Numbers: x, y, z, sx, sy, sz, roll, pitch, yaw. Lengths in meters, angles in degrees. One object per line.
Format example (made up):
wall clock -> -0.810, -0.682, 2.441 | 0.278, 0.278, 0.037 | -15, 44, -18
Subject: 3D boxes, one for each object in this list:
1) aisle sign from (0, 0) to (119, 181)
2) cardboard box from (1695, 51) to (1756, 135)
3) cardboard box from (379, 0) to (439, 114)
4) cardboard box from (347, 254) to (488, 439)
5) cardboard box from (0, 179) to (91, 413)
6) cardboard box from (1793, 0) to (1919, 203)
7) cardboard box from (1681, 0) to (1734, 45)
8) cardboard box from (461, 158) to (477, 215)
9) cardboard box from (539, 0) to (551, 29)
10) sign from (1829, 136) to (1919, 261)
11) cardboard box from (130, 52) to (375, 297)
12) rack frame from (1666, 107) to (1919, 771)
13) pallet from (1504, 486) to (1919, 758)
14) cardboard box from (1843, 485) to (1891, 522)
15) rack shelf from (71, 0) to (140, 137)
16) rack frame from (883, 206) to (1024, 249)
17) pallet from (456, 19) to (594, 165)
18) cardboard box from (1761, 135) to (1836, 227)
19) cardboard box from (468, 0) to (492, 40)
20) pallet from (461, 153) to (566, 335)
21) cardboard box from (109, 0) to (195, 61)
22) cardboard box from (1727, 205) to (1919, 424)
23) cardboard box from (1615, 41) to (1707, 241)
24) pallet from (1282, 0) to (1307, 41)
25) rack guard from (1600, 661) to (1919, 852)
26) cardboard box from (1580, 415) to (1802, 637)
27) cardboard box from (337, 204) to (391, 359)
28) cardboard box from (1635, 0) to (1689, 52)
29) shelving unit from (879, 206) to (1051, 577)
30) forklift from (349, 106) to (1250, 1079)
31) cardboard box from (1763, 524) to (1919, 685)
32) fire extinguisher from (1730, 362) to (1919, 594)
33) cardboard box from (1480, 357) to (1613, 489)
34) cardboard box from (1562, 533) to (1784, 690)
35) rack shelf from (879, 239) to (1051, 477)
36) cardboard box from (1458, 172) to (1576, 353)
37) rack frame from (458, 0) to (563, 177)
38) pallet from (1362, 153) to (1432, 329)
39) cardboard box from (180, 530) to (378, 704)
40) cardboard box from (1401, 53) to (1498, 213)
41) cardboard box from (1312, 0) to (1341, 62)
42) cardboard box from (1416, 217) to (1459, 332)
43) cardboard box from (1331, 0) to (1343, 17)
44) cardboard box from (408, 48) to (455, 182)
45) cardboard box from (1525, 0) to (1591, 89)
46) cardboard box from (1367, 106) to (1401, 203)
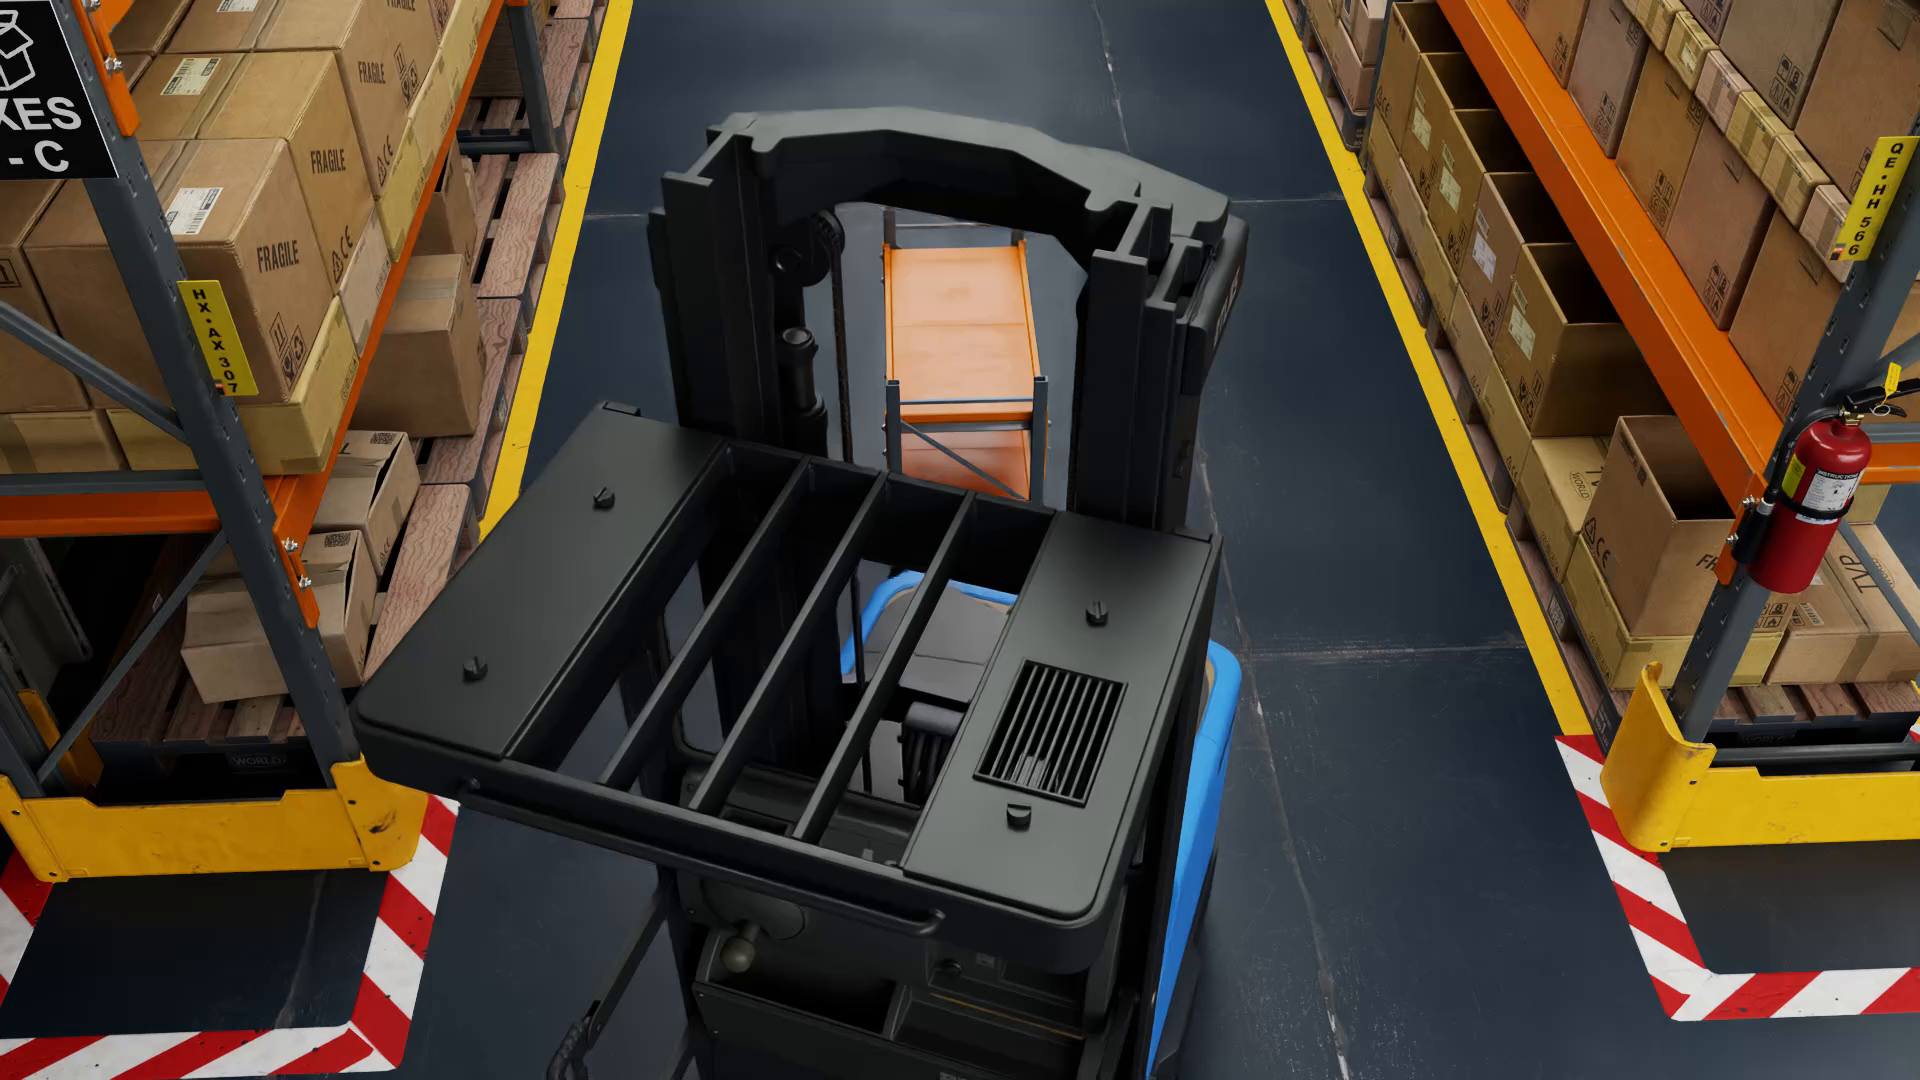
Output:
aisle sign -> -1.982, -1.054, 3.256 | 0.394, 0.787, 0.004 | -2, 43, -2
cardboard box -> 2.426, -1.328, 4.925 | 0.380, 0.149, 0.250 | -1, 43, -1
cardboard box -> -2.065, -1.726, 5.454 | 0.500, 0.500, 0.500 | 0, 43, 0
cardboard box -> -2.230, -0.727, 6.348 | 0.700, 0.500, 0.500 | -4, 43, -4
cardboard box -> -2.517, -0.676, 4.309 | 0.500, 0.500, 0.500 | -2, 43, -2
cardboard box -> 2.655, -1.146, 4.247 | 0.700, 0.500, 0.500 | -1, 43, -2
cardboard box -> 2.605, -1.842, 5.005 | 0.700, 0.500, 0.500 | -1, 43, -2
cardboard box -> -2.402, -1.593, 7.539 | 0.380, 0.166, 0.250 | -7, 43, -7
cardboard box -> -2.575, -2.920, 8.740 | 0.700, 0.500, 0.500 | -2, 43, -3
sign -> 2.121, -0.788, 3.858 | 0.100, 0.325, 0.005 | -2, 43, -2
cardboard box -> -2.016, -1.029, 4.694 | 0.500, 0.500, 0.500 | -2, 43, -2
rack frame -> 2.664, -0.280, 4.336 | 1.000, 3.000, 0.127 | -2, 43, -2
pallet -> 2.590, 0.233, 5.840 | 1.003, 0.211, 1.213 | -2, 43, -2
cardboard box -> 2.840, -0.404, 5.640 | 0.500, 0.500, 0.500 | -2, 43, -2
rack shelf -> -2.370, -2.326, 4.880 | 1.077, 0.370, 4.000 | -2, 43, -2
rack frame -> -0.022, -0.762, 6.249 | 0.500, 1.125, 0.032 | -2, 43, -2
pallet -> -2.489, -2.333, 8.639 | 1.003, 0.211, 1.213 | -2, 43, -2
cardboard box -> 2.445, -0.985, 4.551 | 0.380, 0.149, 0.250 | -1, 43, -1
cardboard box -> -2.119, -2.140, 6.461 | 0.500, 0.250, 0.500 | -1, 43, -2
pallet -> -2.391, -1.355, 7.573 | 1.003, 0.211, 1.213 | -2, 43, -2
cardboard box -> -2.555, -1.365, 5.061 | 0.500, 0.500, 0.500 | -3, 43, -3
cardboard box -> 2.657, -0.632, 4.646 | 0.700, 0.500, 0.500 | -2, 43, -2
cardboard box -> 2.615, -1.322, 5.399 | 0.700, 0.500, 0.500 | -1, 43, -2
pallet -> 2.369, -3.274, 9.666 | 1.003, 0.211, 1.213 | -2, 43, -2
rack guard -> 2.665, 0.658, 5.163 | 1.175, 0.500, 0.348 | -2, 43, -2
cardboard box -> 2.344, -0.051, 5.255 | 0.500, 0.500, 0.500 | -2, 43, -2
cardboard box -> -2.025, -0.776, 4.973 | 0.500, 0.250, 0.500 | -3, 43, -3
cardboard box -> 2.401, -1.683, 5.312 | 0.380, 0.149, 0.250 | -1, 43, -1
shelving unit -> 0.000, -0.419, 5.875 | 0.538, 1.125, 1.048 | -2, 43, -2
forklift -> -0.202, 0.829, 3.177 | 1.130, 2.935, 3.031 | 13, 44, 14
cardboard box -> 2.864, 0.210, 5.525 | 0.500, 0.250, 0.500 | -2, 43, -2
fire extinguisher -> 2.205, -0.158, 4.260 | 0.296, 0.674, 0.183 | -2, 43, -2
cardboard box -> 2.290, -0.450, 6.245 | 0.500, 0.250, 0.500 | -2, 43, -2
cardboard box -> 2.346, 0.225, 5.509 | 0.500, 0.250, 0.500 | -2, 43, -2
rack shelf -> 0.000, -0.635, 5.677 | 0.538, 0.278, 1.000 | -2, 43, -2
cardboard box -> 2.267, -1.063, 6.359 | 0.500, 0.500, 0.500 | -2, 43, -2
rack frame -> -2.455, -2.836, 7.124 | 1.000, 3.000, 0.127 | -2, 43, -2
pallet -> 2.486, -1.414, 7.637 | 1.003, 0.211, 1.213 | -2, 43, -2
cardboard box -> -2.224, 0.224, 5.450 | 0.500, 0.311, 0.500 | -6, 43, -7
cardboard box -> 2.230, -1.739, 7.096 | 0.500, 0.500, 0.500 | -2, 43, -2
cardboard box -> 2.167, -2.735, 8.738 | 0.500, 0.250, 0.500 | -2, 43, -2
cardboard box -> 2.243, -1.124, 6.981 | 0.500, 0.250, 0.500 | -2, 43, -2
cardboard box -> 2.162, -2.945, 8.552 | 0.500, 0.311, 0.500 | -1, 43, -1
cardboard box -> -2.060, -1.462, 5.721 | 0.500, 0.250, 0.500 | -1, 43, -1
cardboard box -> 2.566, -2.023, 6.163 | 0.700, 0.500, 0.500 | -1, 43, -1
cardboard box -> 2.211, -1.800, 7.718 | 0.500, 0.250, 0.500 | -2, 43, -2
